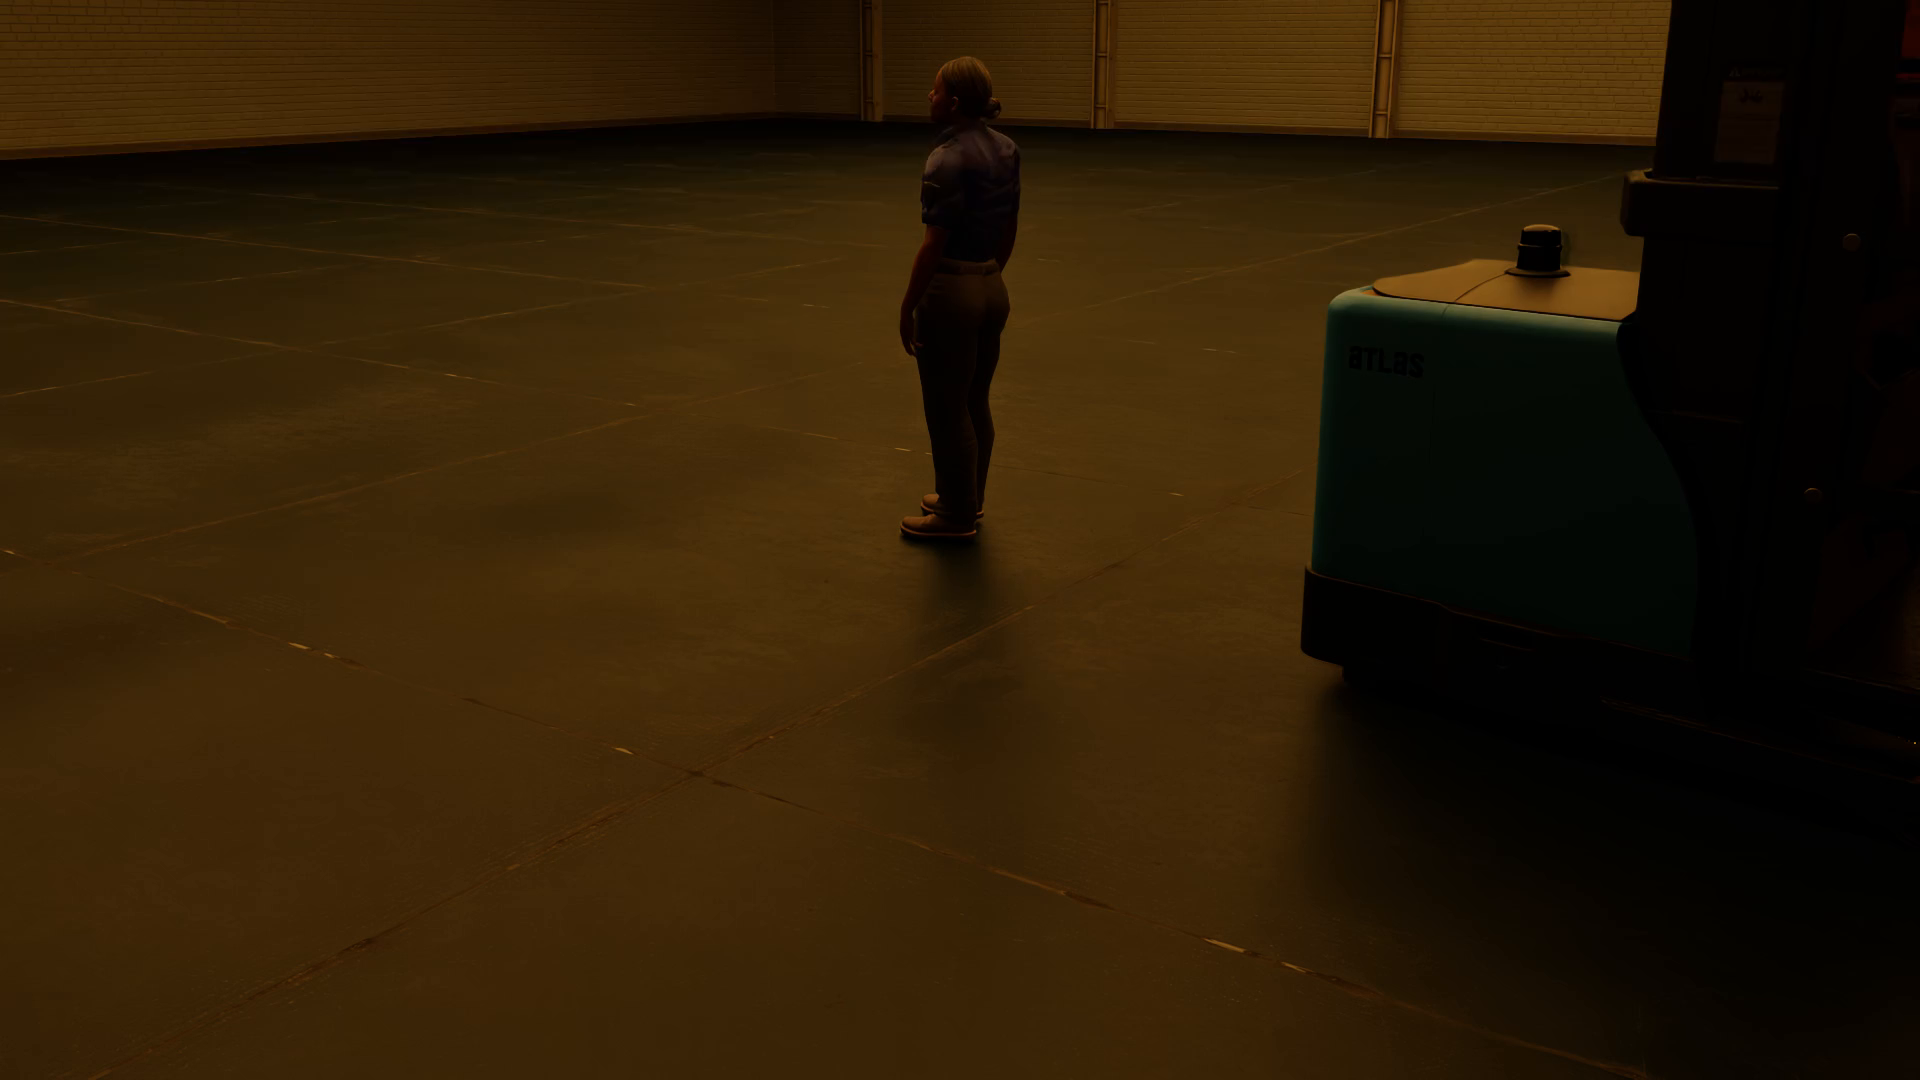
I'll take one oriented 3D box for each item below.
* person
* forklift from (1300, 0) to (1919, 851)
[{"bbox_3d":[-0.061,-0.818,5.773,0.503,1.656,0.570,11,20,33],"label":"person"},{"bbox_3d":[2.399,-0.852,3.681,3.031,2.935,1.130,14,22,39],"label":"forklift"}]
